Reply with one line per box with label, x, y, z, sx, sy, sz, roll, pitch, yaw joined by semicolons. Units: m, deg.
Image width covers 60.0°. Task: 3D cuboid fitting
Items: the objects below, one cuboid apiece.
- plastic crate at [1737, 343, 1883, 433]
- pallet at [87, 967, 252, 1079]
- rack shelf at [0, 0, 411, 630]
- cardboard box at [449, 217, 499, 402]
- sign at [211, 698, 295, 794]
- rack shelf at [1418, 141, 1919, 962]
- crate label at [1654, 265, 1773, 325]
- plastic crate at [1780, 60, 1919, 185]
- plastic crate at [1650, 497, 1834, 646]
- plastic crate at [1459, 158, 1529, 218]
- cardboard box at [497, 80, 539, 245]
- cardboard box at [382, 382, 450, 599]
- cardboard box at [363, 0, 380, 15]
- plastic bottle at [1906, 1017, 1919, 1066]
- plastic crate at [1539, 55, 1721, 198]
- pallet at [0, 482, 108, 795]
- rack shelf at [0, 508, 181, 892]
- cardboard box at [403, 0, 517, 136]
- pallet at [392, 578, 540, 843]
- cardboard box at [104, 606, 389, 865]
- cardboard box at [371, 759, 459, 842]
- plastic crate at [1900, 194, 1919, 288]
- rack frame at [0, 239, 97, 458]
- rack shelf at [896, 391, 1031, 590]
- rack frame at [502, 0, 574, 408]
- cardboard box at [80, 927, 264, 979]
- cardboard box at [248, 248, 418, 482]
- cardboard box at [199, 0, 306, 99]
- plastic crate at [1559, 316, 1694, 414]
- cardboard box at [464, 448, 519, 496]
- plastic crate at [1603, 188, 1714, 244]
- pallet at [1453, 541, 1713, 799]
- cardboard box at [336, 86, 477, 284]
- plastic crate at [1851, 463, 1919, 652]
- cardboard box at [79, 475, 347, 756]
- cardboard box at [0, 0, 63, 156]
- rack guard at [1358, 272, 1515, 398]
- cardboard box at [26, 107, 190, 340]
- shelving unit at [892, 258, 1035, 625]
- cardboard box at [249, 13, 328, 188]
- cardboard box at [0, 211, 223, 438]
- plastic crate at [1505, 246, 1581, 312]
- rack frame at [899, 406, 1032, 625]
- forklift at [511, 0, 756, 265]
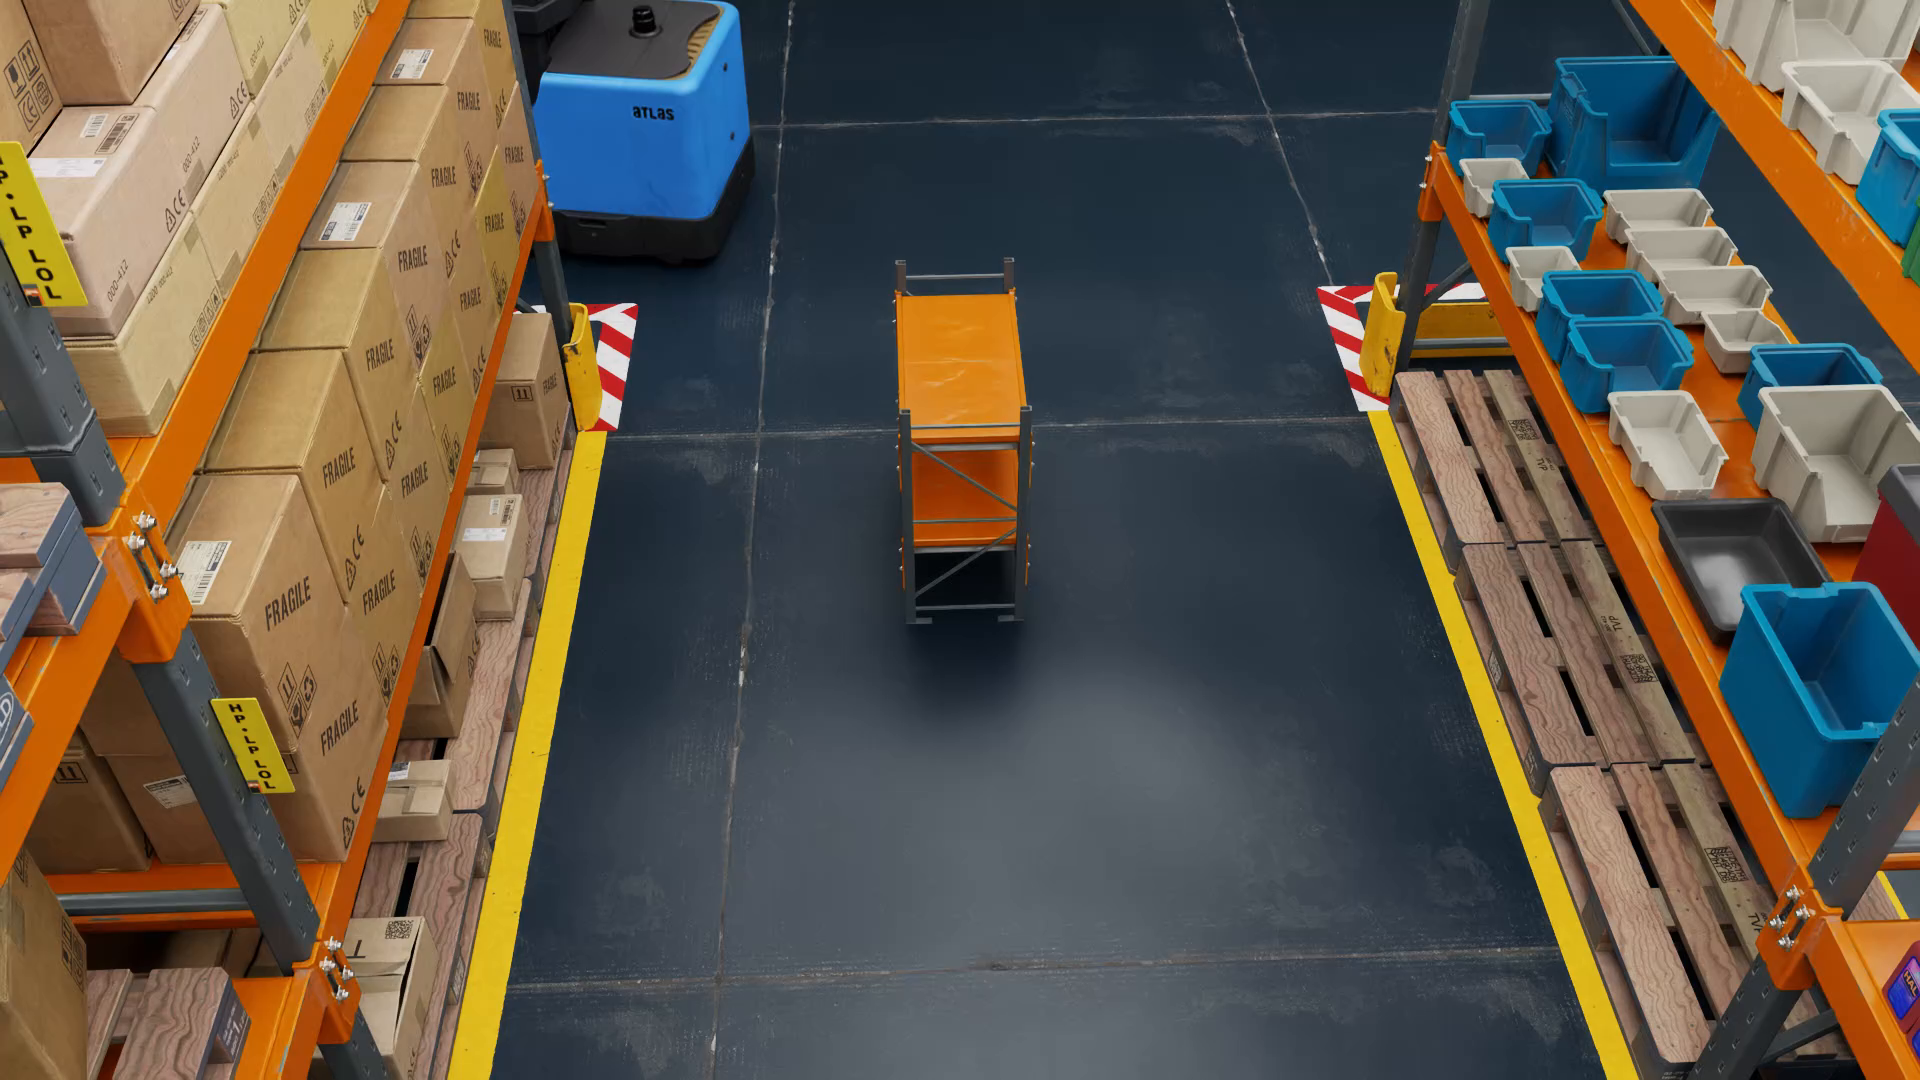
plastic crate;2.952;-0.502;5.807;0.416;0.233;0.300;-2;43;-2
pallet;-2.245;1.532;3.650;1.003;0.211;1.213;-2;43;-2
rack shelf;-2.255;-1.272;4.880;1.077;0.370;4.000;-2;43;-2
cardboard box;-2.008;-0.837;6.018;0.500;0.500;0.500;-1;43;-1
sign;-1.616;0.474;3.806;0.100;0.325;0.005;-2;43;-2
rack shelf;2.694;-0.306;6.046;1.077;0.370;4.000;-2;43;-2
crate label;2.859;-0.917;6.331;0.396;0.136;0.243;-2;43;-2
plastic crate;2.345;-1.077;4.330;0.293;0.136;0.466;-2;43;-2
plastic crate;2.463;0.111;5.218;0.437;0.125;0.590;-2;43;-2
plastic crate;2.222;-1.451;6.913;0.250;0.136;0.298;-2;43;-2
cardboard box;-2.049;-1.524;6.768;0.500;0.500;0.500;0;43;0
cardboard box;-1.963;-0.153;5.273;0.500;0.500;0.500;-2;43;-2
cardboard box;-2.010;-1.817;5.054;0.500;0.250;0.500;-2;43;-2
plastic bottle;2.374;1.172;3.987;0.061;0.283;0.133;-2;43;-2
plastic crate;2.810;-1.735;7.002;0.616;0.435;0.499;-2;43;-2
pallet;-2.213;0.325;2.745;1.213;0.211;1.003;-2;43;-2
rack shelf;-2.085;1.429;1.934;1.077;0.370;4.000;-2;43;-2
cardboard box;-2.046;-1.894;6.432;0.500;0.500;0.500;-2;43;-2
pallet;-2.253;0.658;6.526;1.003;0.211;1.213;-2;43;-2
cardboard box;-1.920;0.530;4.527;0.500;0.500;0.500;-1;43;-1
cardboard box;-2.019;0.928;5.939;0.380;0.166;0.250;-2;43;-2
plastic crate;2.459;-0.526;3.690;0.450;0.188;0.662;-2;43;-2
rack frame;-2.170;-1.292;2.150;1.000;3.000;0.127;-2;43;-2
rack shelf;0.000;-0.239;7.190;0.538;0.278;1.000;-2;43;-2
rack frame;-2.340;-1.781;7.123;1.000;3.000;0.127;-2;43;-2
cardboard box;-2.478;1.302;5.284;0.500;0.500;0.500;-2;43;-2
cardboard box;-1.953;-0.508;4.920;0.500;0.500;0.500;-3;43;-3
cardboard box;-1.975;-1.326;4.148;0.500;0.250;0.500;-2;43;-2
plastic crate;2.359;-0.614;5.929;0.416;0.233;0.300;-2;43;-2
cardboard box;-2.143;-0.263;7.238;0.380;0.166;0.250;-2;43;-2
plastic crate;2.825;-1.301;6.749;0.396;0.136;0.243;-2;43;-2
pallet;2.654;0.486;6.713;1.003;0.211;1.213;-2;43;-2
cardboard box;-1.997;-1.203;5.679;0.500;0.500;0.500;-1;43;-1
plastic crate;2.992;0.124;4.953;0.402;0.464;0.583;-2;43;-2
cardboard box;-1.909;0.187;4.161;0.500;0.500;0.500;-1;43;-1
cardboard box;-2.229;-0.919;3.149;0.700;0.500;0.500;-2;43;-2
rack guard;2.595;-1.015;8.137;1.175;0.500;0.348;-2;43;-2
cardboard box;-1.943;-0.651;3.411;0.500;0.250;0.500;-2;43;-2
shelving unit;0.000;-0.419;7.025;0.538;1.125;1.048;-2;43;-2
cardboard box;-1.981;-1.142;4.317;0.500;0.250;0.500;-2;43;-2
cardboard box;-1.944;-0.467;3.580;0.500;0.250;0.500;-2;43;-2
plastic crate;2.250;-0.993;6.414;0.250;0.136;0.298;-2;43;-2
rack frame;0.021;-0.076;6.650;0.500;1.125;0.032;-2;43;-2
forklift;-2.743;-3.021;8.527;3.031;2.935;1.130;6;43;6
